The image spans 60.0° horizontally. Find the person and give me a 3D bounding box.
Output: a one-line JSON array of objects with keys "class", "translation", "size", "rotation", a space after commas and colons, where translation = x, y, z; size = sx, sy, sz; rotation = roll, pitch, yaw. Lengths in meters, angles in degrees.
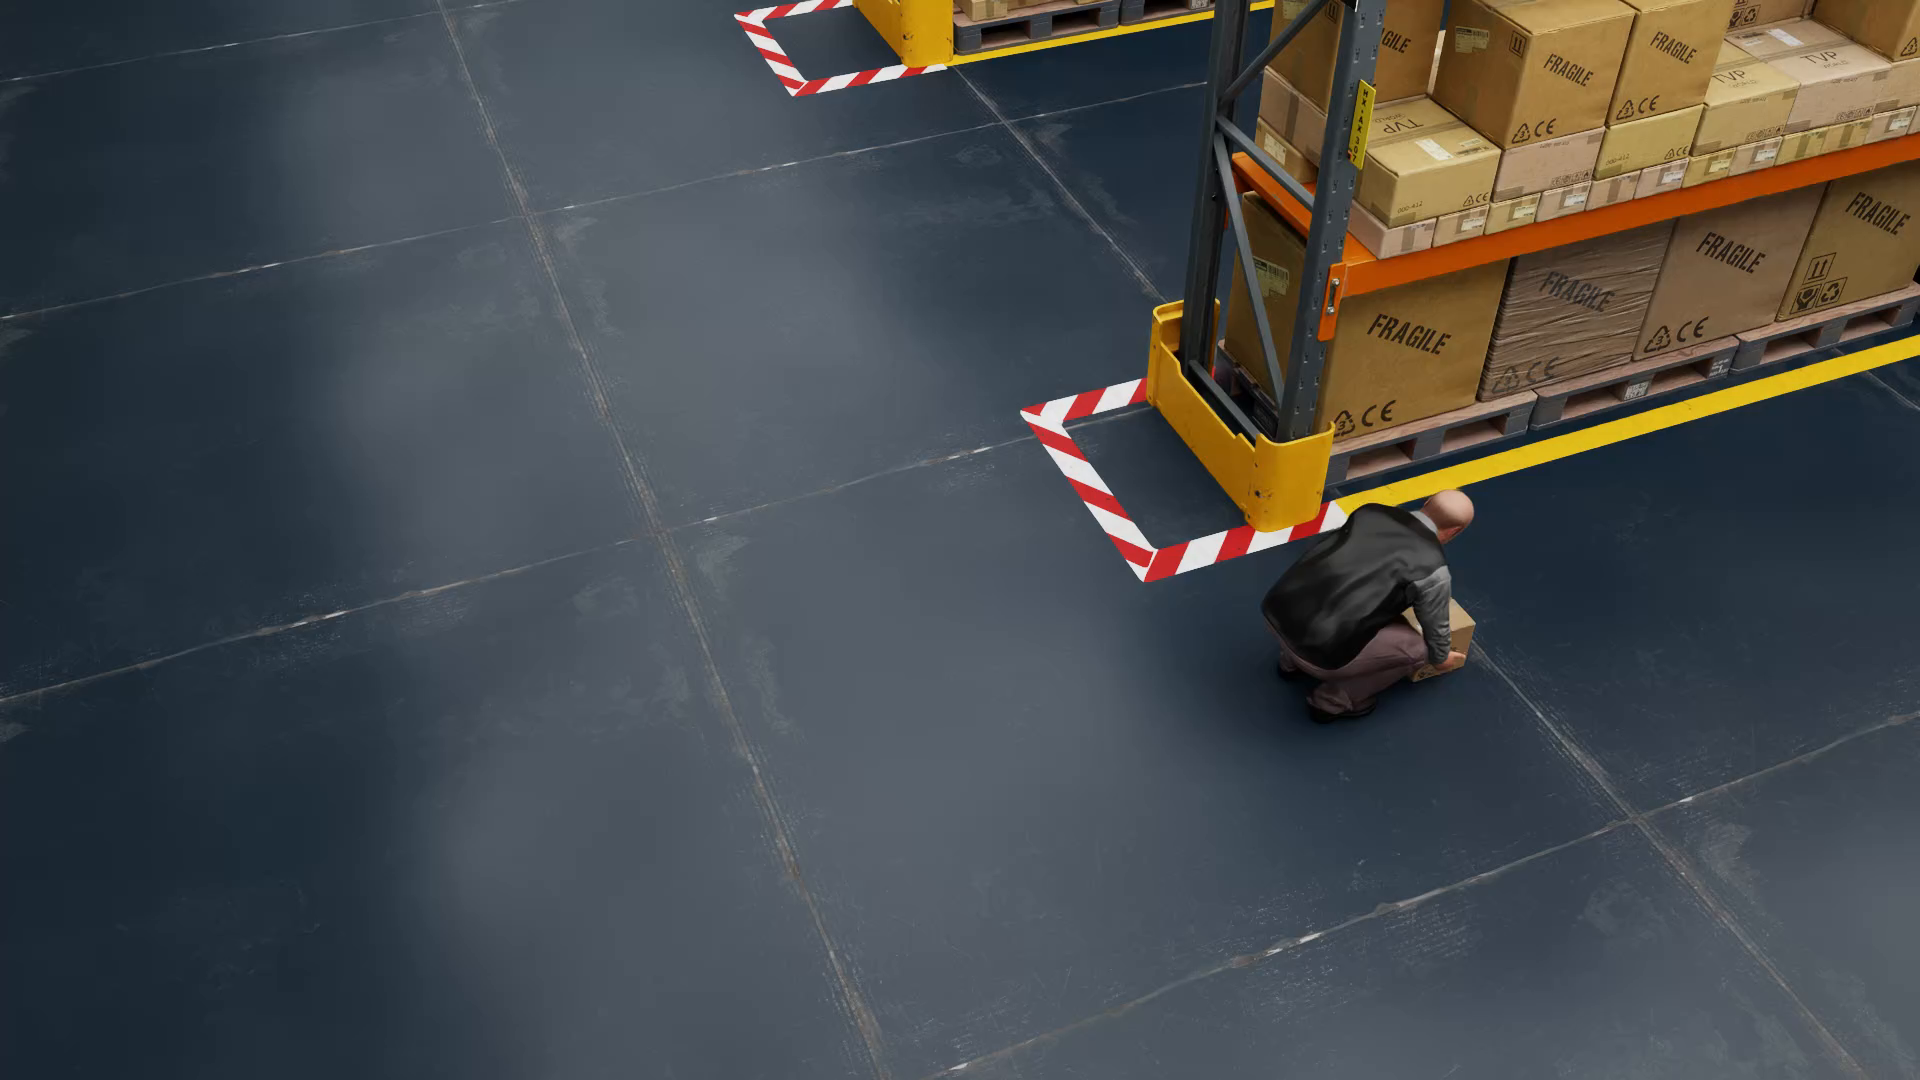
[{"class": "person", "translation": [1.625, 0.254, 6.575], "size": [0.858, 0.832, 0.530], "rotation": [-15, 44, -17]}]
